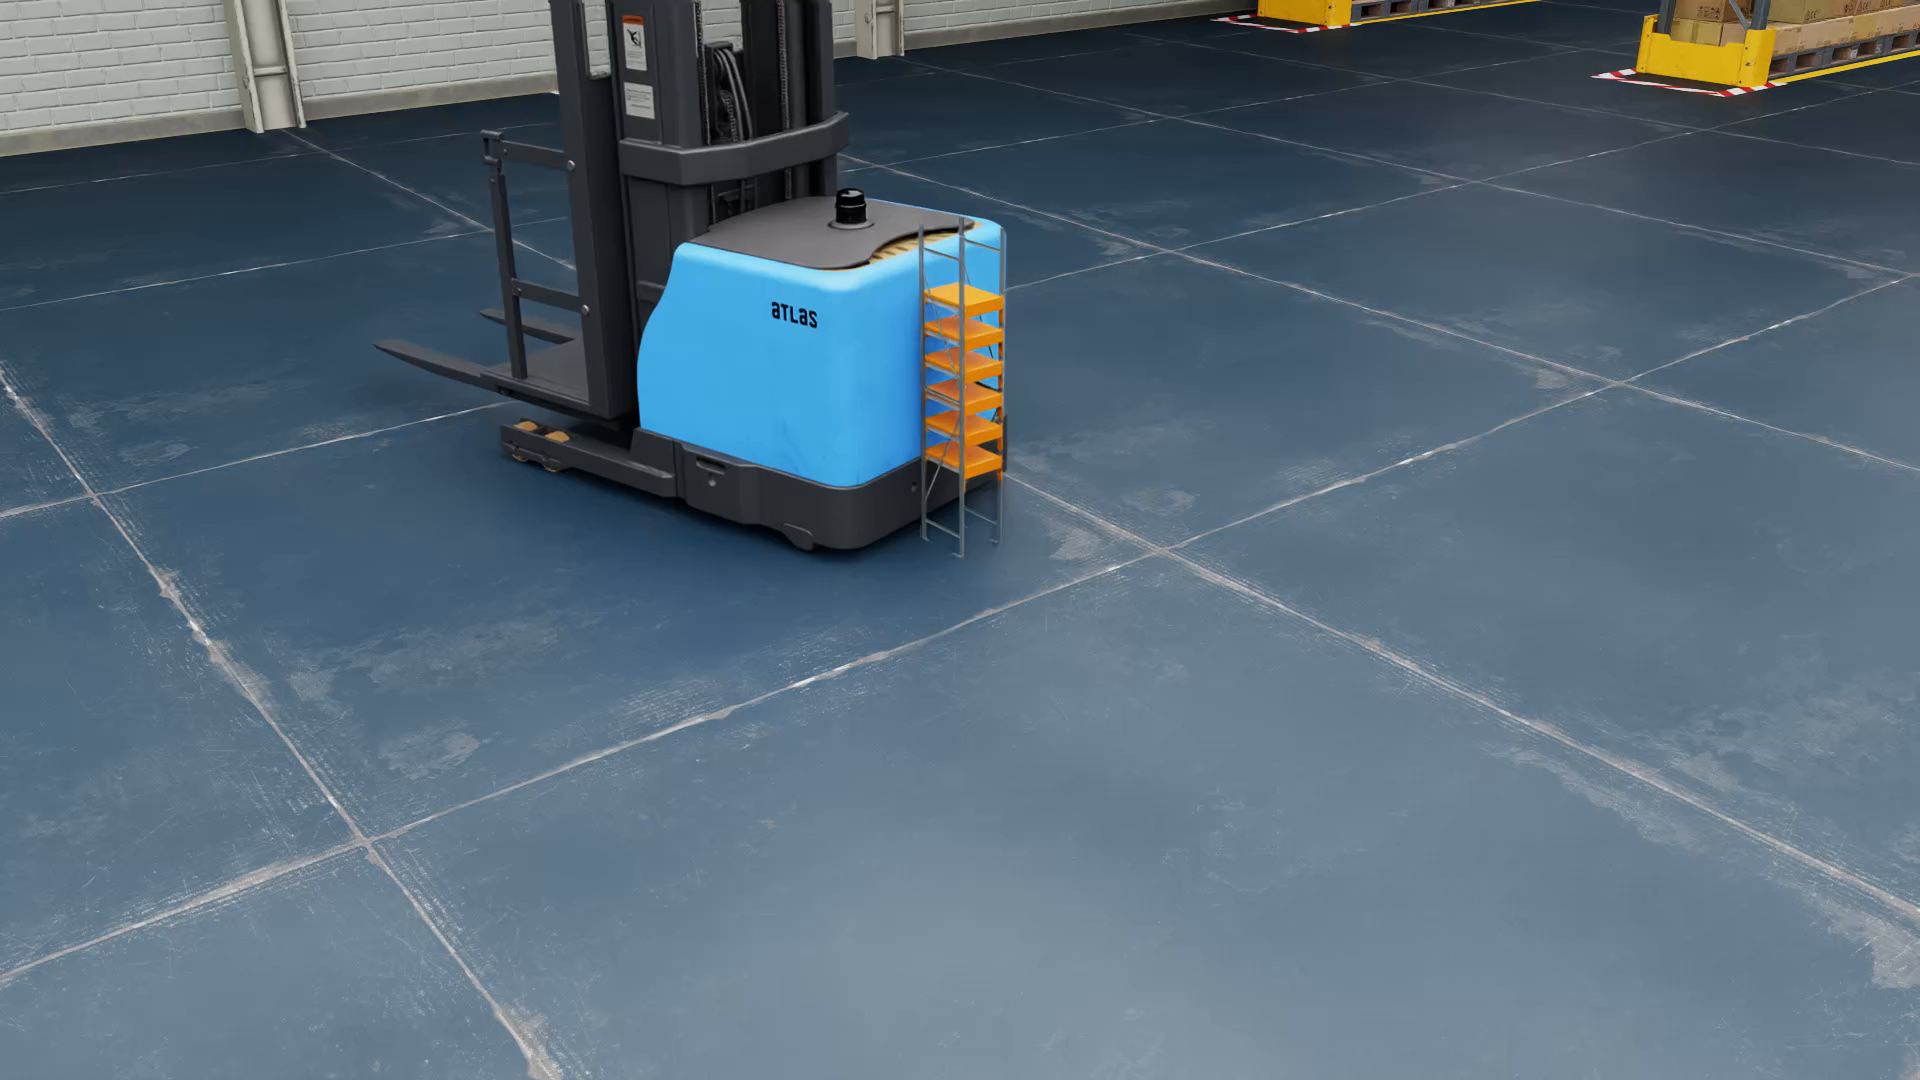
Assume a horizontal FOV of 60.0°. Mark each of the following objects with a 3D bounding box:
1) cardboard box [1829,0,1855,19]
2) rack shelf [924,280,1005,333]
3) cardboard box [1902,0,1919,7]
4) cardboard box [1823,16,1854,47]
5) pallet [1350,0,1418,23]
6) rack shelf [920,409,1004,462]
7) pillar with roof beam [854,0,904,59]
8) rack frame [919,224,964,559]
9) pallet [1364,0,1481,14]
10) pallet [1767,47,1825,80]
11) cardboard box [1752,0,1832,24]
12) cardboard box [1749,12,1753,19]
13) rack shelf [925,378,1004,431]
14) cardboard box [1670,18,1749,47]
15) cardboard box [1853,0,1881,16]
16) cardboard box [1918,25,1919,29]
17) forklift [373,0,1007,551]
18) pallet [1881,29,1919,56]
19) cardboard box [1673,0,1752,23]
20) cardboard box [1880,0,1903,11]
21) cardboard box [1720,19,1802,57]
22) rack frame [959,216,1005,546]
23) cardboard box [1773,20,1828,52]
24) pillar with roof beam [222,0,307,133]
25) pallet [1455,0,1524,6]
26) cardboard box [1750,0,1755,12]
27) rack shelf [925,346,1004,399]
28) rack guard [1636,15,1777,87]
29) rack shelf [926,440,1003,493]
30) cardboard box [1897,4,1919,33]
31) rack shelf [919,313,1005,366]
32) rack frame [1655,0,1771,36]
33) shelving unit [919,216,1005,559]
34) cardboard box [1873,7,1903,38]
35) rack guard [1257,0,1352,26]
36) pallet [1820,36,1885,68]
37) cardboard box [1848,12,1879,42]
[{"bbox_3d":[8.293,-5.320,16.026,0.500,0.500,0.500,-18,31,-34],"label":"cardboard box"},{"bbox_3d":[0.006,-0.823,5.848,0.180,0.103,0.258,-20,31,-36],"label":"rack shelf"},{"bbox_3d":[9.473,-5.710,16.867,0.500,0.500,0.500,-18,31,-34],"label":"cardboard box"},{"bbox_3d":[8.300,-4.976,16.176,0.500,0.250,0.500,-18,31,-34],"label":"cardboard box"},{"bbox_3d":[4.618,-6.301,19.575,1.213,0.211,1.003,-18,31,-34],"label":"pallet"},{"bbox_3d":[0.006,-0.387,6.050,0.180,0.103,0.258,-20,31,-36],"label":"rack shelf"},{"bbox_3d":[1.849,-7.551,11.831,0.400,9.000,9.100,-18,31,-34],"label":"pillar with roof beam"},{"bbox_3d":[-0.064,-0.512,5.927,0.006,1.200,0.240,-20,31,-36],"label":"rack frame"},{"bbox_3d":[5.577,-6.616,20.254,1.213,0.211,1.003,-18,31,-34],"label":"pallet"},{"bbox_3d":[7.532,-4.654,16.027,1.213,0.211,1.003,-18,31,-34],"label":"pallet"},{"bbox_3d":[7.908,-5.186,15.737,0.500,0.500,0.500,-18,31,-34],"label":"cardboard box"},{"bbox_3d":[7.582,-5.021,16.272,0.500,0.250,0.500,-18,31,-34],"label":"cardboard box"},{"bbox_3d":[0.006,-0.496,6.000,0.180,0.103,0.258,-20,31,-36],"label":"rack shelf"},{"bbox_3d":[7.196,-4.887,15.984,0.500,0.250,0.500,-18,31,-34],"label":"cardboard box"},{"bbox_3d":[8.698,-5.444,16.294,0.500,0.500,0.500,-18,31,-34],"label":"cardboard box"},{"bbox_3d":[9.874,-5.496,17.296,0.500,0.250,0.500,-18,31,-34],"label":"cardboard box"},{"bbox_3d":[-1.297,-1.768,6.579,3.031,2.935,1.130,17,30,33],"label":"forklift"},{"bbox_3d":[9.452,-5.288,17.393,1.213,0.211,1.003,-18,31,-34],"label":"pallet"},{"bbox_3d":[7.195,-5.228,15.827,0.500,0.500,0.500,-18,31,-34],"label":"cardboard box"},{"bbox_3d":[9.082,-5.579,16.584,0.500,0.500,0.500,-18,31,-34],"label":"cardboard box"},{"bbox_3d":[7.516,-4.715,15.614,0.500,0.250,0.500,-18,31,-34],"label":"cardboard box"},{"bbox_3d":[0.076,-0.561,6.034,0.006,1.200,0.240,-20,31,-36],"label":"rack frame"},{"bbox_3d":[7.907,-4.846,15.896,0.500,0.250,0.500,-18,31,-34],"label":"cardboard box"},{"bbox_3d":[-2.873,-5.993,8.473,0.400,9.000,9.100,-18,31,-34],"label":"pillar with roof beam"},{"bbox_3d":[6.538,-6.934,20.941,1.213,0.211,1.003,-18,31,-34],"label":"pallet"},{"bbox_3d":[7.973,-5.492,16.398,0.500,0.500,0.500,-18,31,-34],"label":"cardboard box"},{"bbox_3d":[0.006,-0.605,5.949,0.180,0.103,0.258,-20,31,-36],"label":"rack shelf"},{"bbox_3d":[6.937,-4.566,15.495,0.348,0.500,1.175,-18,31,-34],"label":"rack guard"},{"bbox_3d":[0.006,-0.279,6.101,0.180,0.103,0.258,-20,31,-36],"label":"rack shelf"},{"bbox_3d":[9.474,-5.369,17.023,0.500,0.250,0.500,-18,31,-34],"label":"cardboard box"},{"bbox_3d":[0.006,-0.714,5.898,0.180,0.103,0.258,-20,31,-36],"label":"rack shelf"},{"bbox_3d":[6.956,-5.706,14.982,0.127,3.000,1.000,-18,31,-34],"label":"rack frame"},{"bbox_3d":[0.006,-0.537,5.981,0.189,1.200,0.258,-20,31,-36],"label":"shelving unit"},{"bbox_3d":[9.090,-5.234,16.733,0.500,0.250,0.500,-18,31,-34],"label":"cardboard box"},{"bbox_3d":[3.956,-6.232,19.085,0.348,0.500,1.175,-18,31,-34],"label":"rack guard"},{"bbox_3d":[8.492,-4.969,16.706,1.213,0.211,1.003,-18,31,-34],"label":"pallet"},{"bbox_3d":[8.697,-5.104,16.452,0.500,0.250,0.500,-18,31,-34],"label":"cardboard box"}]
